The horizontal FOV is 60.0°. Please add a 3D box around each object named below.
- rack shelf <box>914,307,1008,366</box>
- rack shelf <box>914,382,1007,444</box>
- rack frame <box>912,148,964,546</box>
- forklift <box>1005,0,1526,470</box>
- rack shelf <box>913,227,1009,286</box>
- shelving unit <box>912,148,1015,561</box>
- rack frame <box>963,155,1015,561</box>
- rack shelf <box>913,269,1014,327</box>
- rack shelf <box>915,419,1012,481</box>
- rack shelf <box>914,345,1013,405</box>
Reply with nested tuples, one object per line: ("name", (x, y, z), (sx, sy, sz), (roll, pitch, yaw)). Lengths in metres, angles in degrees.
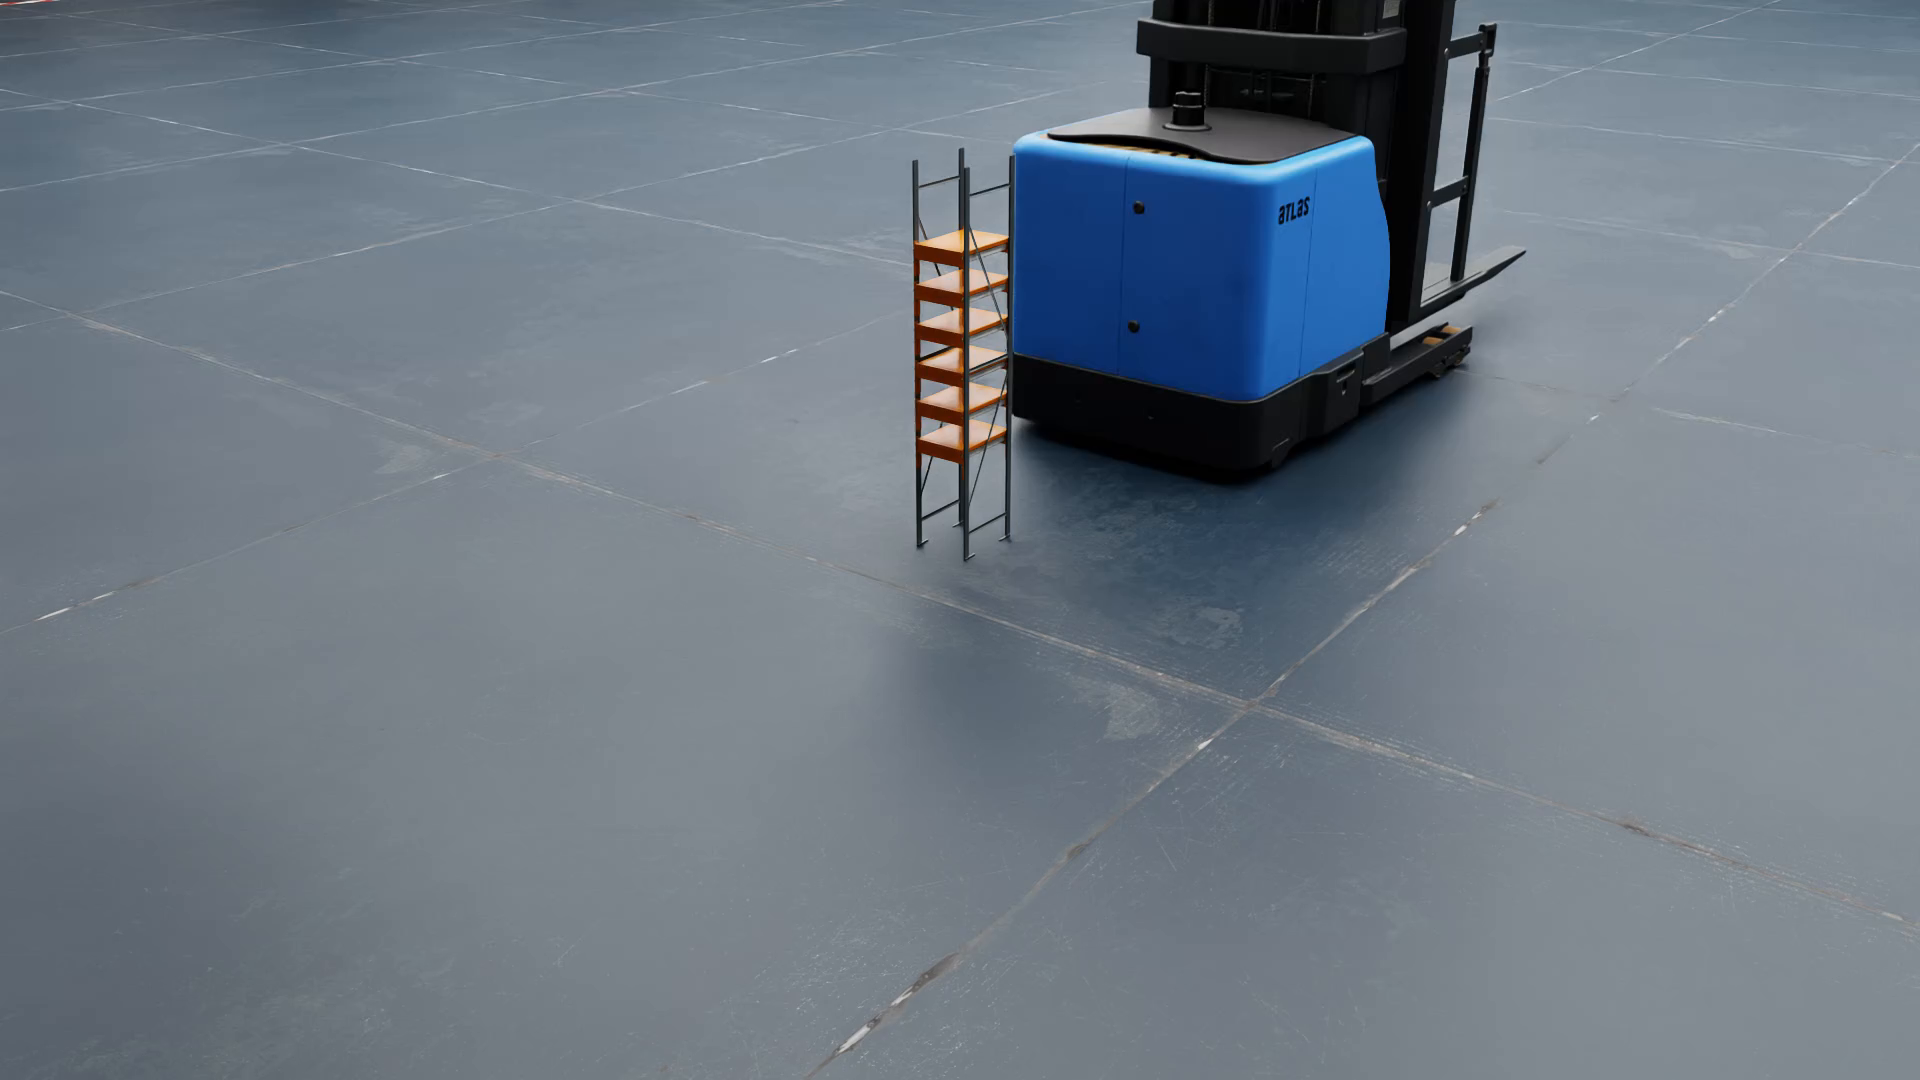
("rack shelf", (0.012, -0.615, 4.970), (0.180, 0.103, 0.258), (17, 29, 33))
("rack shelf", (0.012, -0.395, 5.066), (0.180, 0.103, 0.258), (17, 29, 33))
("rack frame", (-0.062, -0.568, 5.050), (0.006, 1.200, 0.240), (17, 29, 33))
("forklift", (1.466, -2.106, 6.394), (1.130, 2.935, 3.031), (17, 29, 34))
("rack shelf", (0.012, -0.834, 4.873), (0.180, 0.103, 0.258), (17, 29, 33))
("shelving unit", (0.012, -0.546, 5.000), (0.189, 1.200, 0.258), (17, 29, 33))
("rack frame", (0.085, -0.523, 4.950), (0.006, 1.200, 0.240), (17, 29, 33))
("rack shelf", (0.012, -0.725, 4.921), (0.180, 0.103, 0.258), (17, 29, 33))
("rack shelf", (0.012, -0.285, 5.115), (0.180, 0.103, 0.258), (17, 29, 33))
("rack shelf", (0.012, -0.505, 5.018), (0.180, 0.103, 0.258), (17, 29, 33))
